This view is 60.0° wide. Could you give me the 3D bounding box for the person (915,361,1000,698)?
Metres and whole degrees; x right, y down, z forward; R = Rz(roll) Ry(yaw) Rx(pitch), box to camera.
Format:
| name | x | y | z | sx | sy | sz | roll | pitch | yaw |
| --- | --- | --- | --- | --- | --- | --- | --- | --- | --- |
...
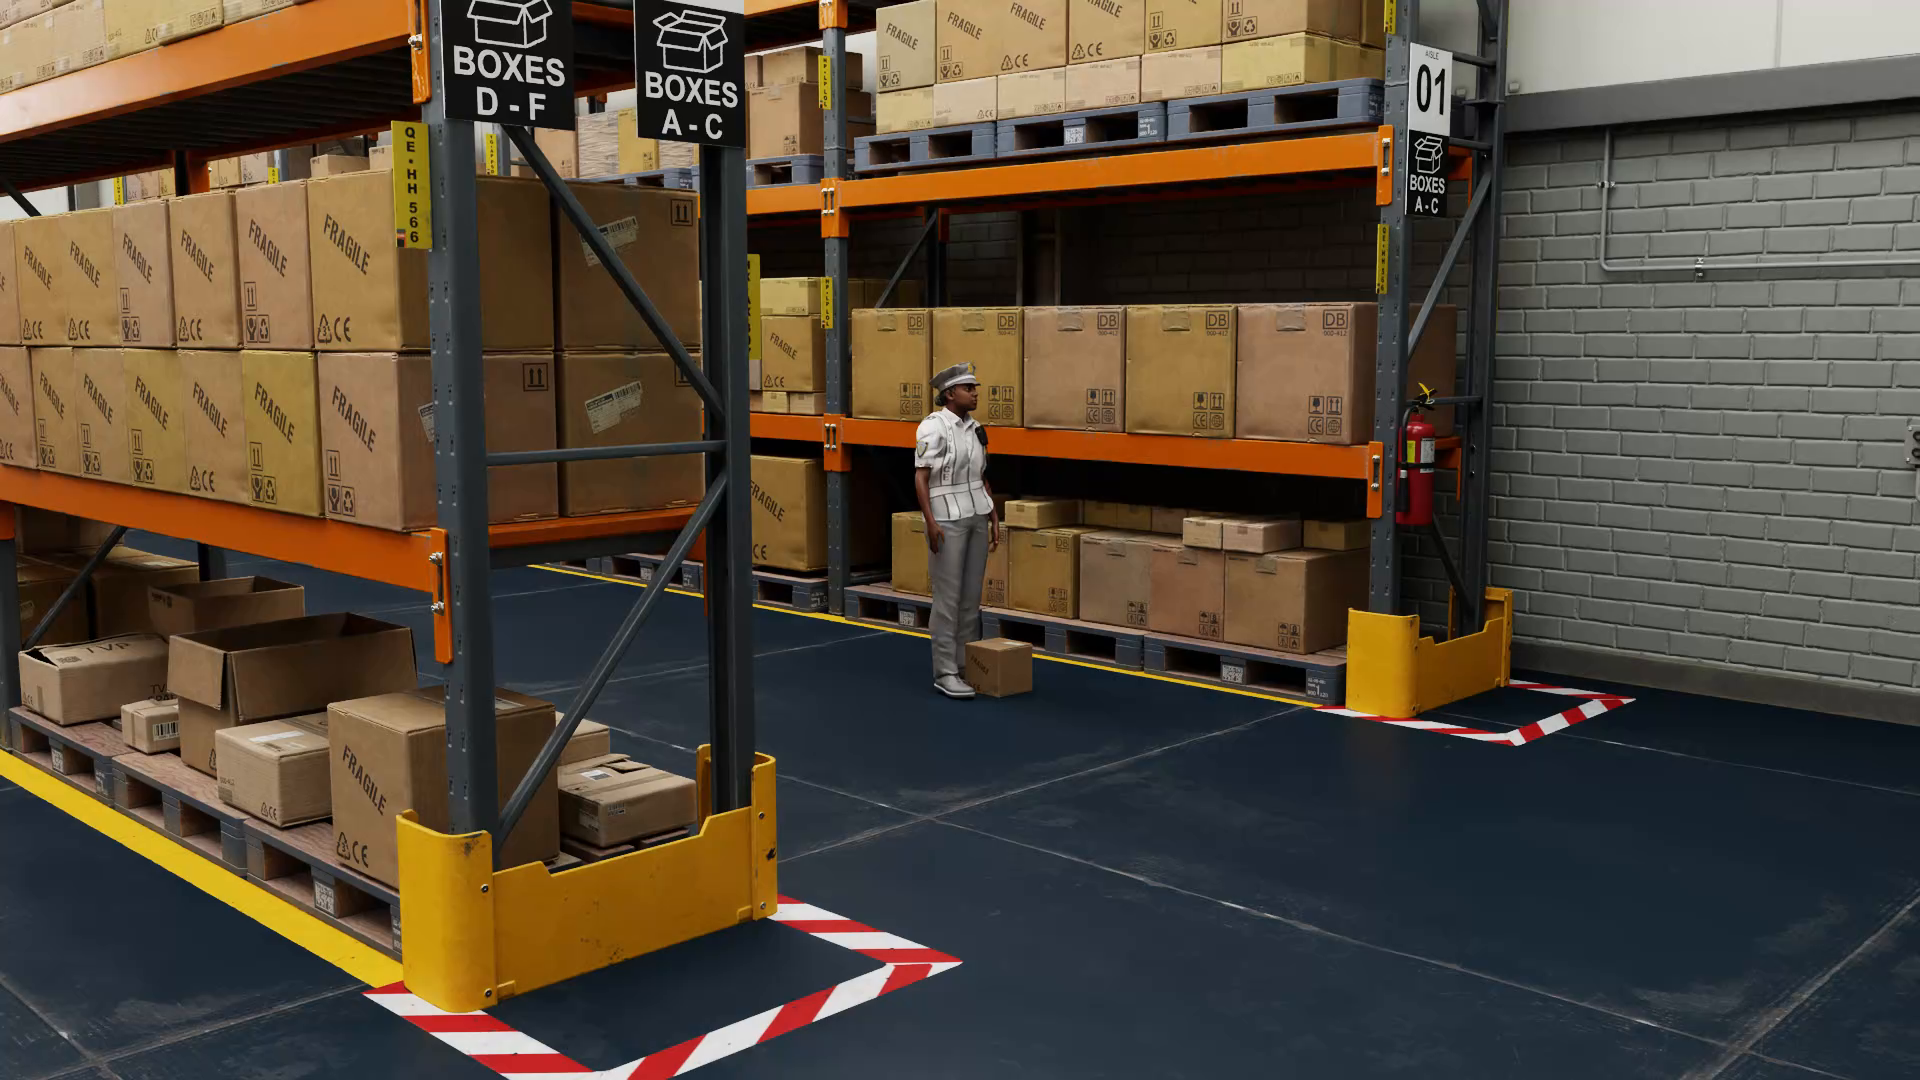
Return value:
| name | x | y | z | sx | sy | sz | roll | pitch | yaw |
| --- | --- | --- | --- | --- | --- | --- | --- | --- | --- |
| person | 0.029 | -0.078 | 8.674 | 0.529 | 1.695 | 0.570 | 7 | 10 | 43 |
